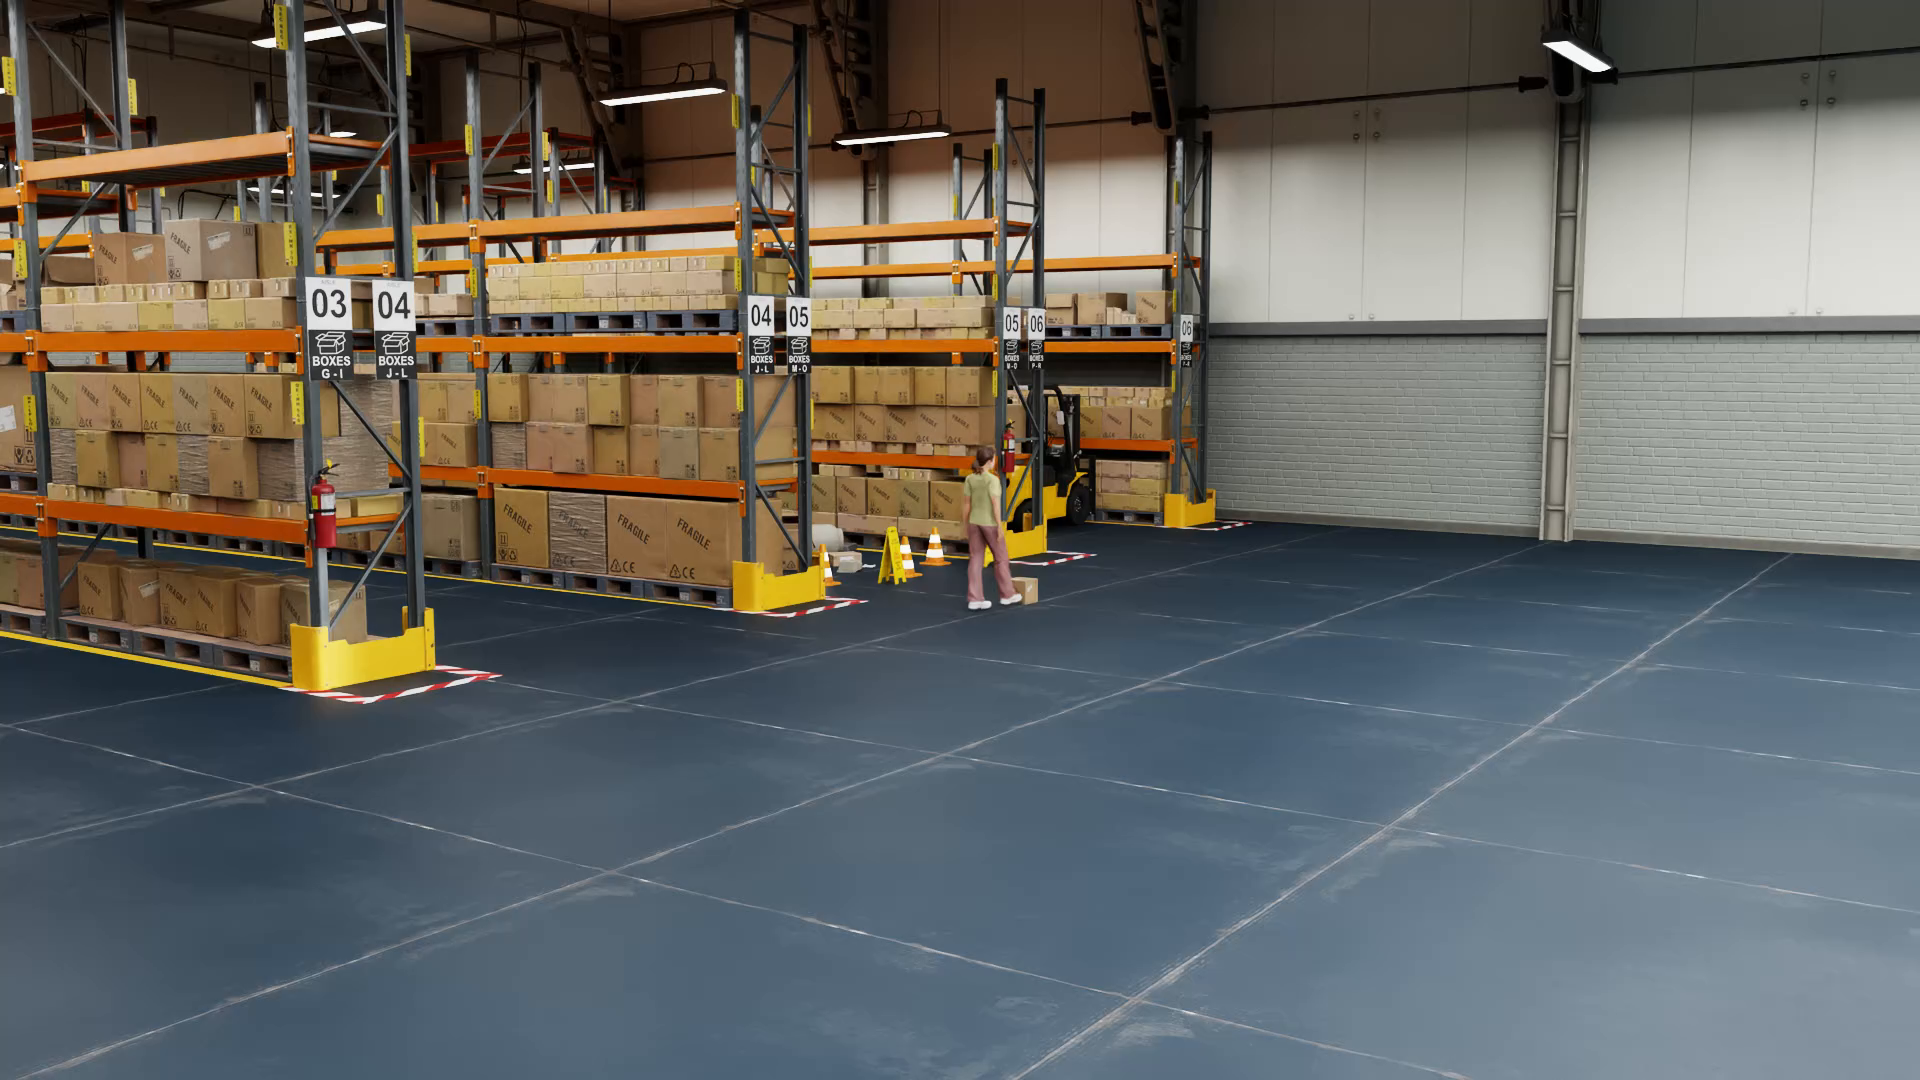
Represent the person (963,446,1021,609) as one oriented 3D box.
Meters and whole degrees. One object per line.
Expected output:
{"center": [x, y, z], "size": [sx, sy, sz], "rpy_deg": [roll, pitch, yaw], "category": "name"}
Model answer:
{"center": [0.337, -0.142, 17.159], "size": [0.462, 1.664, 0.725], "rpy_deg": [4, 8, 35], "category": "person"}
